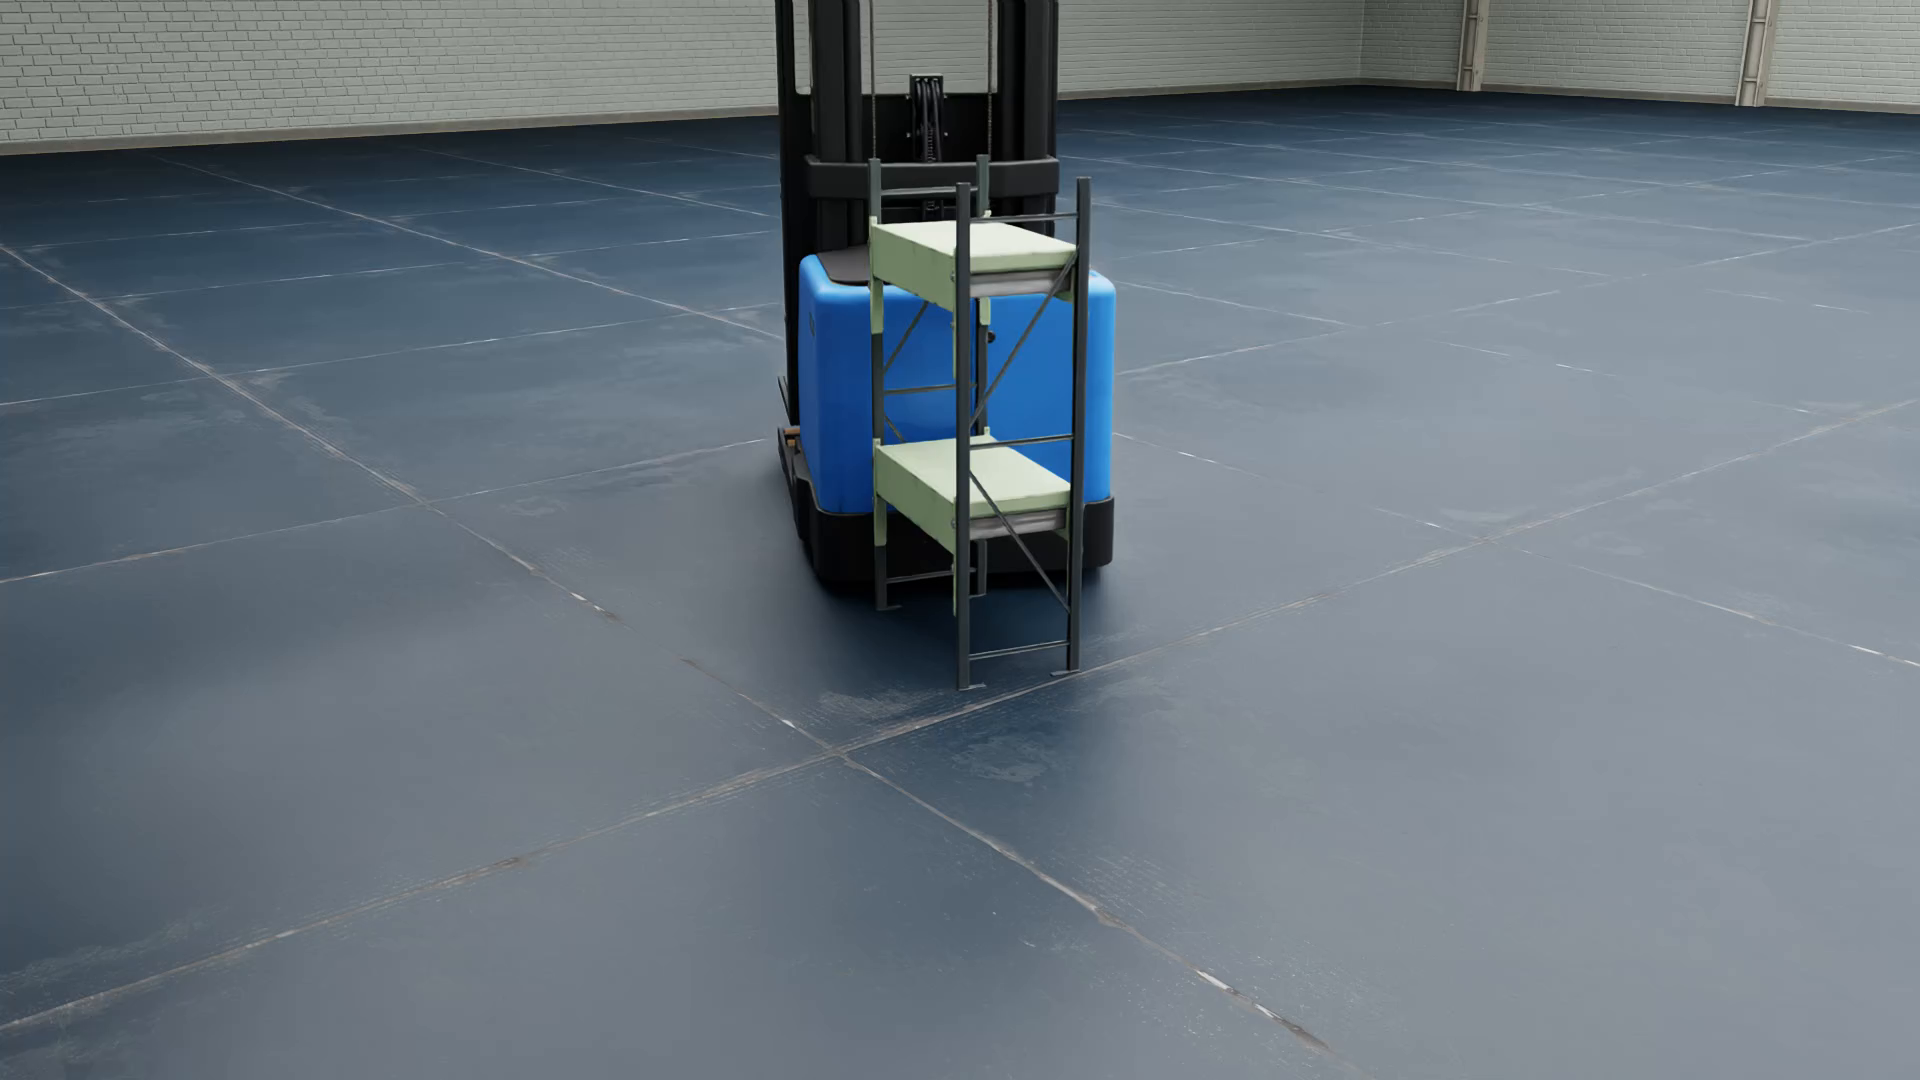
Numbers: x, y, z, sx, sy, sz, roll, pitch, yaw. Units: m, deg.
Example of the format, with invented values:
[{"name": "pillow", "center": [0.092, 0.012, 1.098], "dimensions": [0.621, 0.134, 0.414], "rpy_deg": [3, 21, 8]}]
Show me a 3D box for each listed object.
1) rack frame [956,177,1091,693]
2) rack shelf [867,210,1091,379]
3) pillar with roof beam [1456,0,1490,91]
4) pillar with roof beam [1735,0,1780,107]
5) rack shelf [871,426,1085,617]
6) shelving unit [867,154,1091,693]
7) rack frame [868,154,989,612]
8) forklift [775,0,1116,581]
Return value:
[{"name": "rack frame", "center": [0.178, -0.280, 4.823], "dimensions": [0.400, 1.500, 0.023], "rpy_deg": [-7, 20, -21]}, {"name": "rack shelf", "center": [0.040, -0.758, 5.023], "dimensions": [0.431, 0.370, 0.720], "rpy_deg": [-7, 20, -21]}, {"name": "pillar with roof beam", "center": [7.208, -12.780, 30.642], "dimensions": [9.100, 9.000, 0.400], "rpy_deg": [-14, 23, -36]}, {"name": "pillar with roof beam", "center": [10.933, -11.302, 26.178], "dimensions": [9.100, 9.000, 0.400], "rpy_deg": [-14, 23, -36]}, {"name": "rack shelf", "center": [0.040, -0.078, 5.248], "dimensions": [0.431, 0.370, 0.720], "rpy_deg": [-7, 20, -21]}, {"name": "shelving unit", "center": [0.040, -0.387, 5.145], "dimensions": [0.431, 1.500, 0.755], "rpy_deg": [-7, 20, -21]}, {"name": "rack frame", "center": [-0.097, -0.494, 5.467], "dimensions": [0.400, 1.500, 0.023], "rpy_deg": [-7, 20, -21]}, {"name": "forklift", "center": [-0.203, -1.672, 6.749], "dimensions": [1.130, 2.935, 3.031], "rpy_deg": [-3, 19, -9]}]
